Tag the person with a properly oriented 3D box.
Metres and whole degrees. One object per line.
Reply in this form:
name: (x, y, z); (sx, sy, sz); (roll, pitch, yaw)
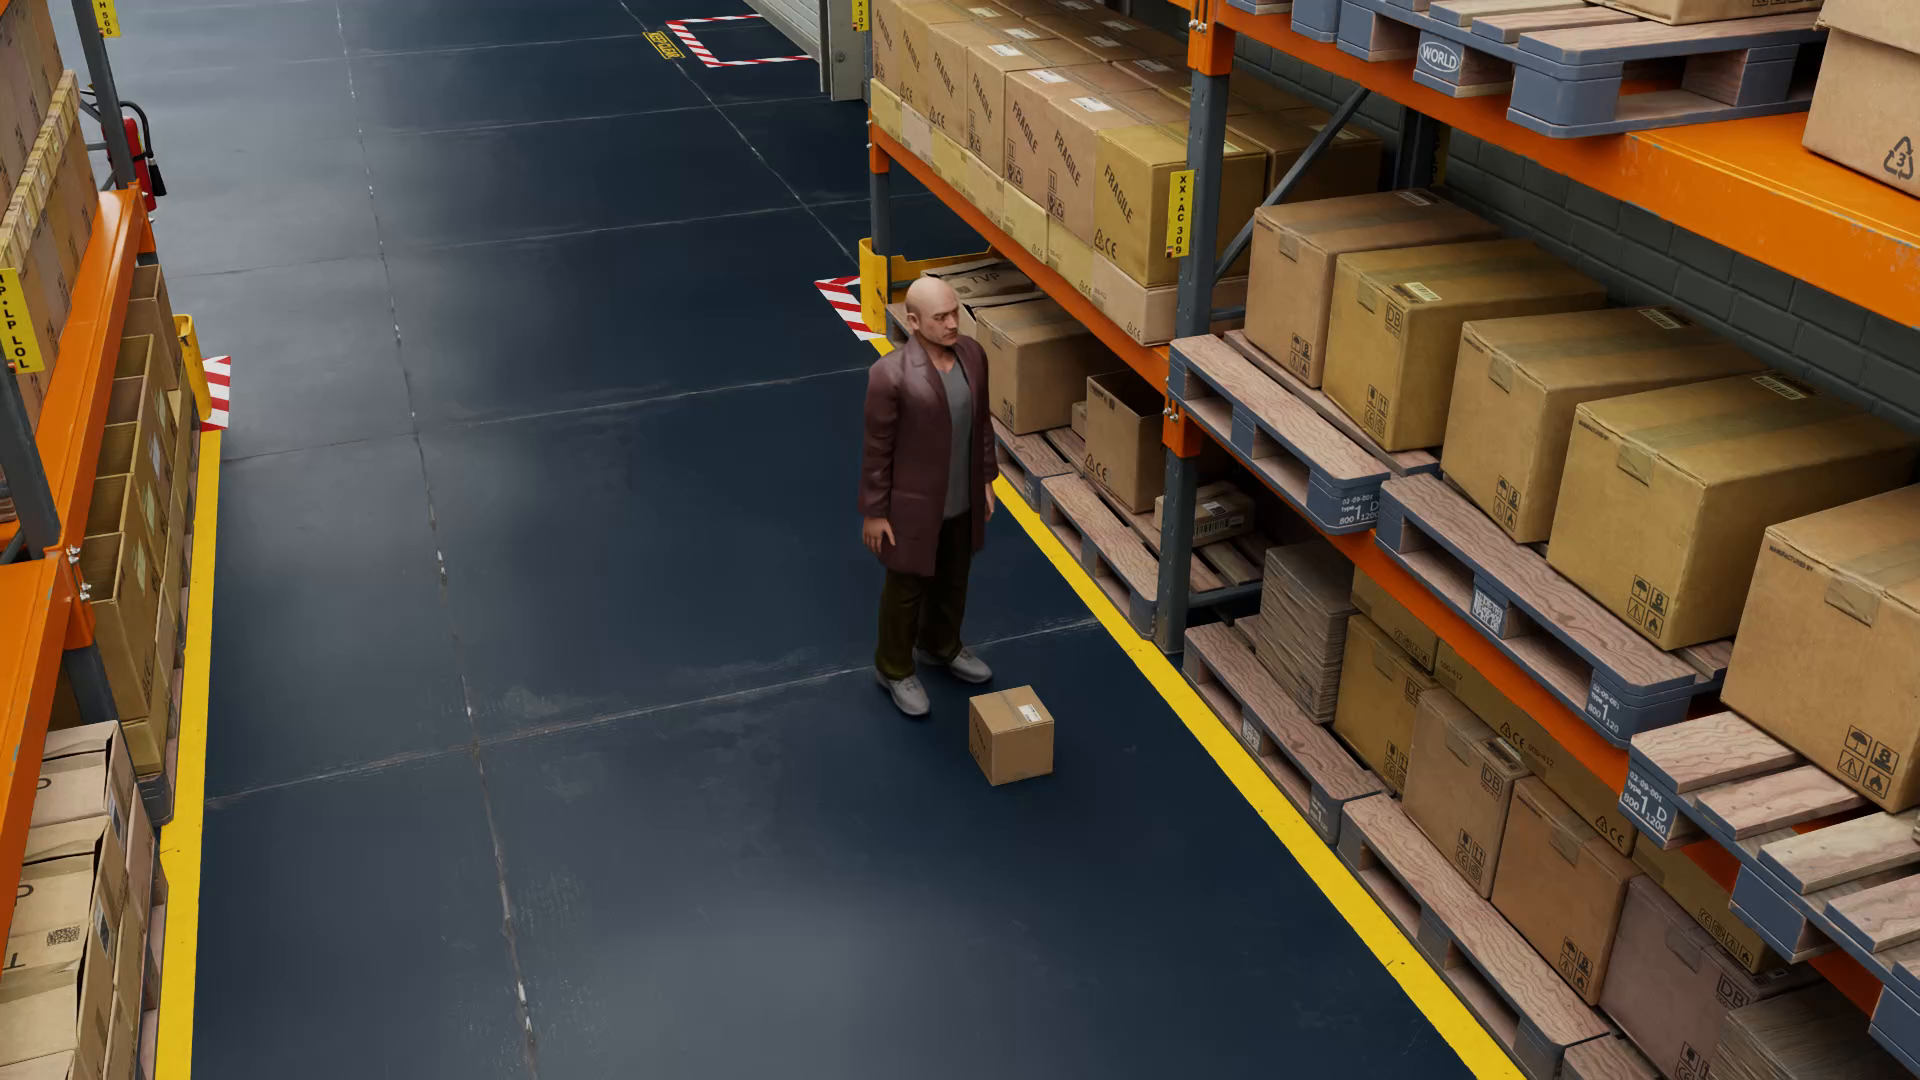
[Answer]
person: (-0.114, -0.169, 6.413); (0.598, 1.776, 0.376); (-17, 33, -27)
